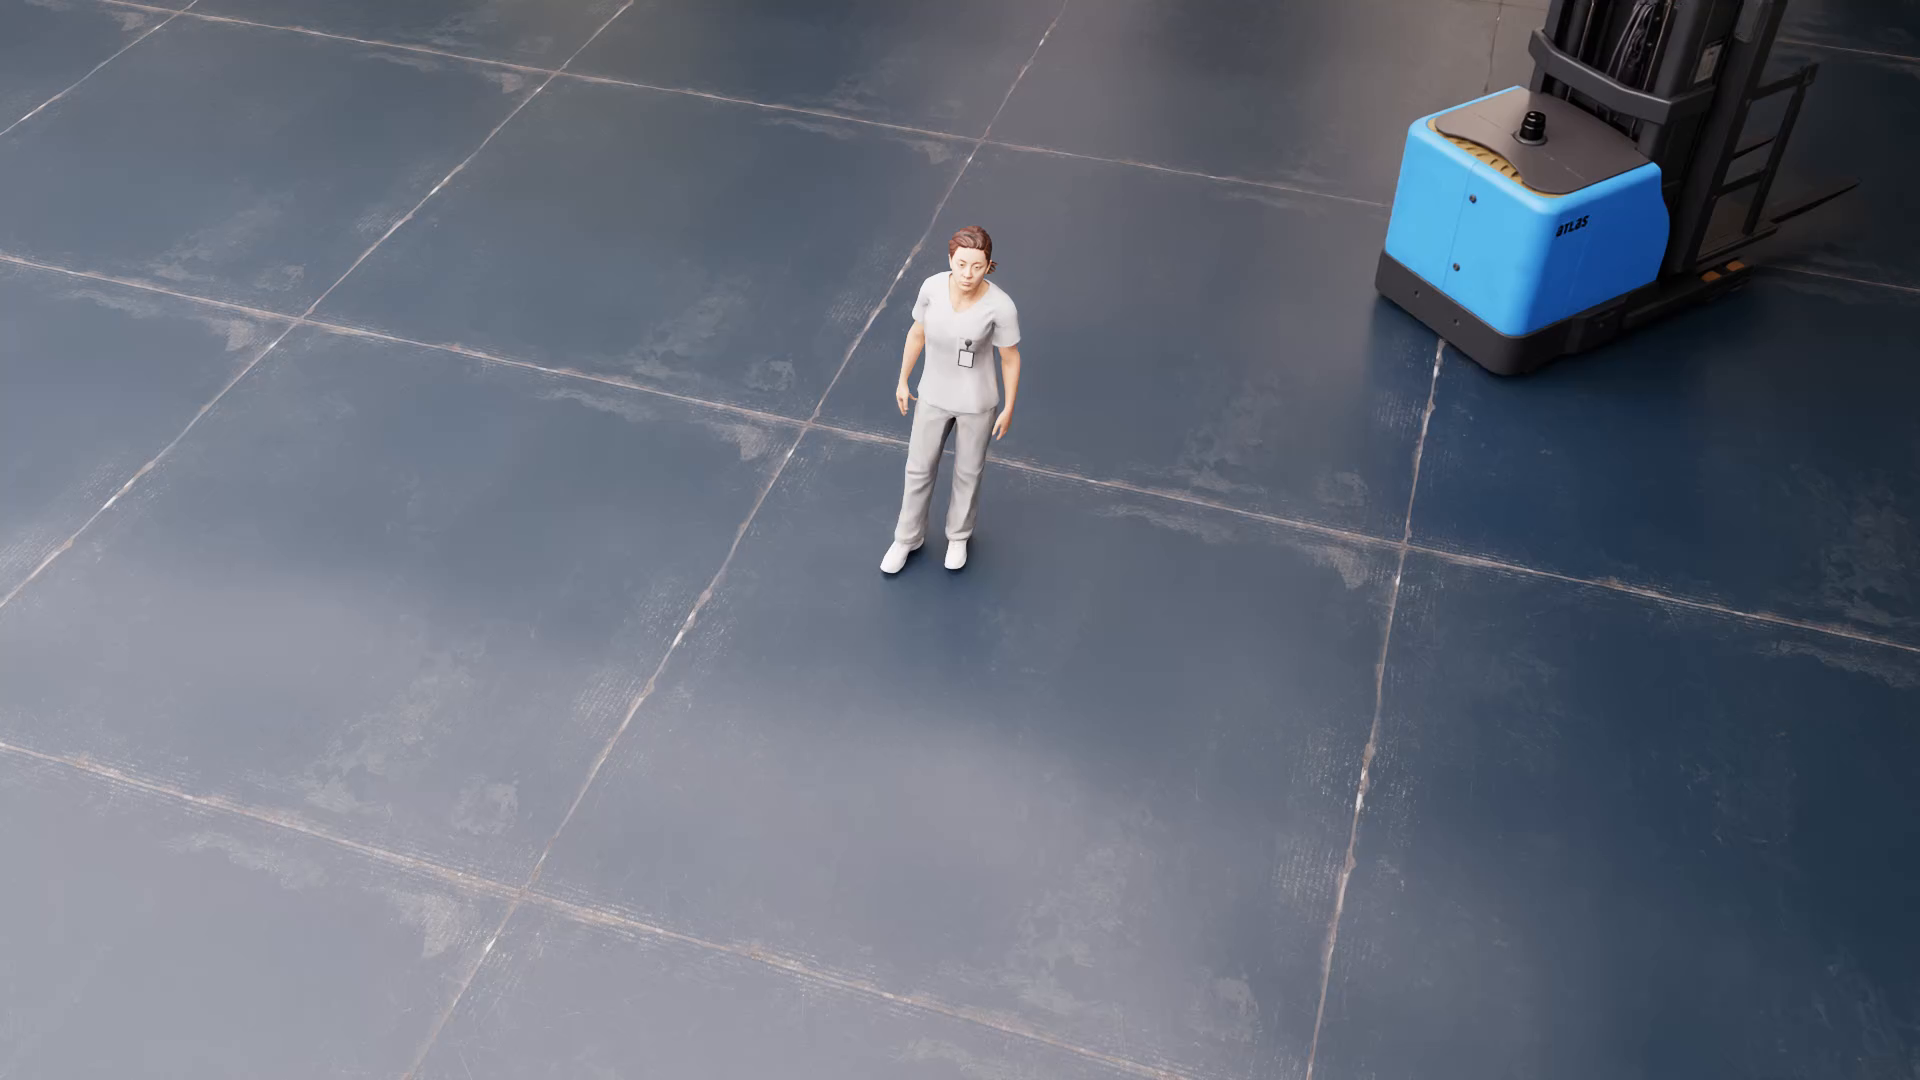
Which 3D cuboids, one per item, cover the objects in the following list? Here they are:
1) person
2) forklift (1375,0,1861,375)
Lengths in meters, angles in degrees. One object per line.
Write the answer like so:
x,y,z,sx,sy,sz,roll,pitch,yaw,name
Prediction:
-0.036,-0.574,7.216,0.549,1.673,0.548,12,44,13,person
3.837,-2.689,8.579,3.031,2.935,1.130,-22,47,-22,forklift
